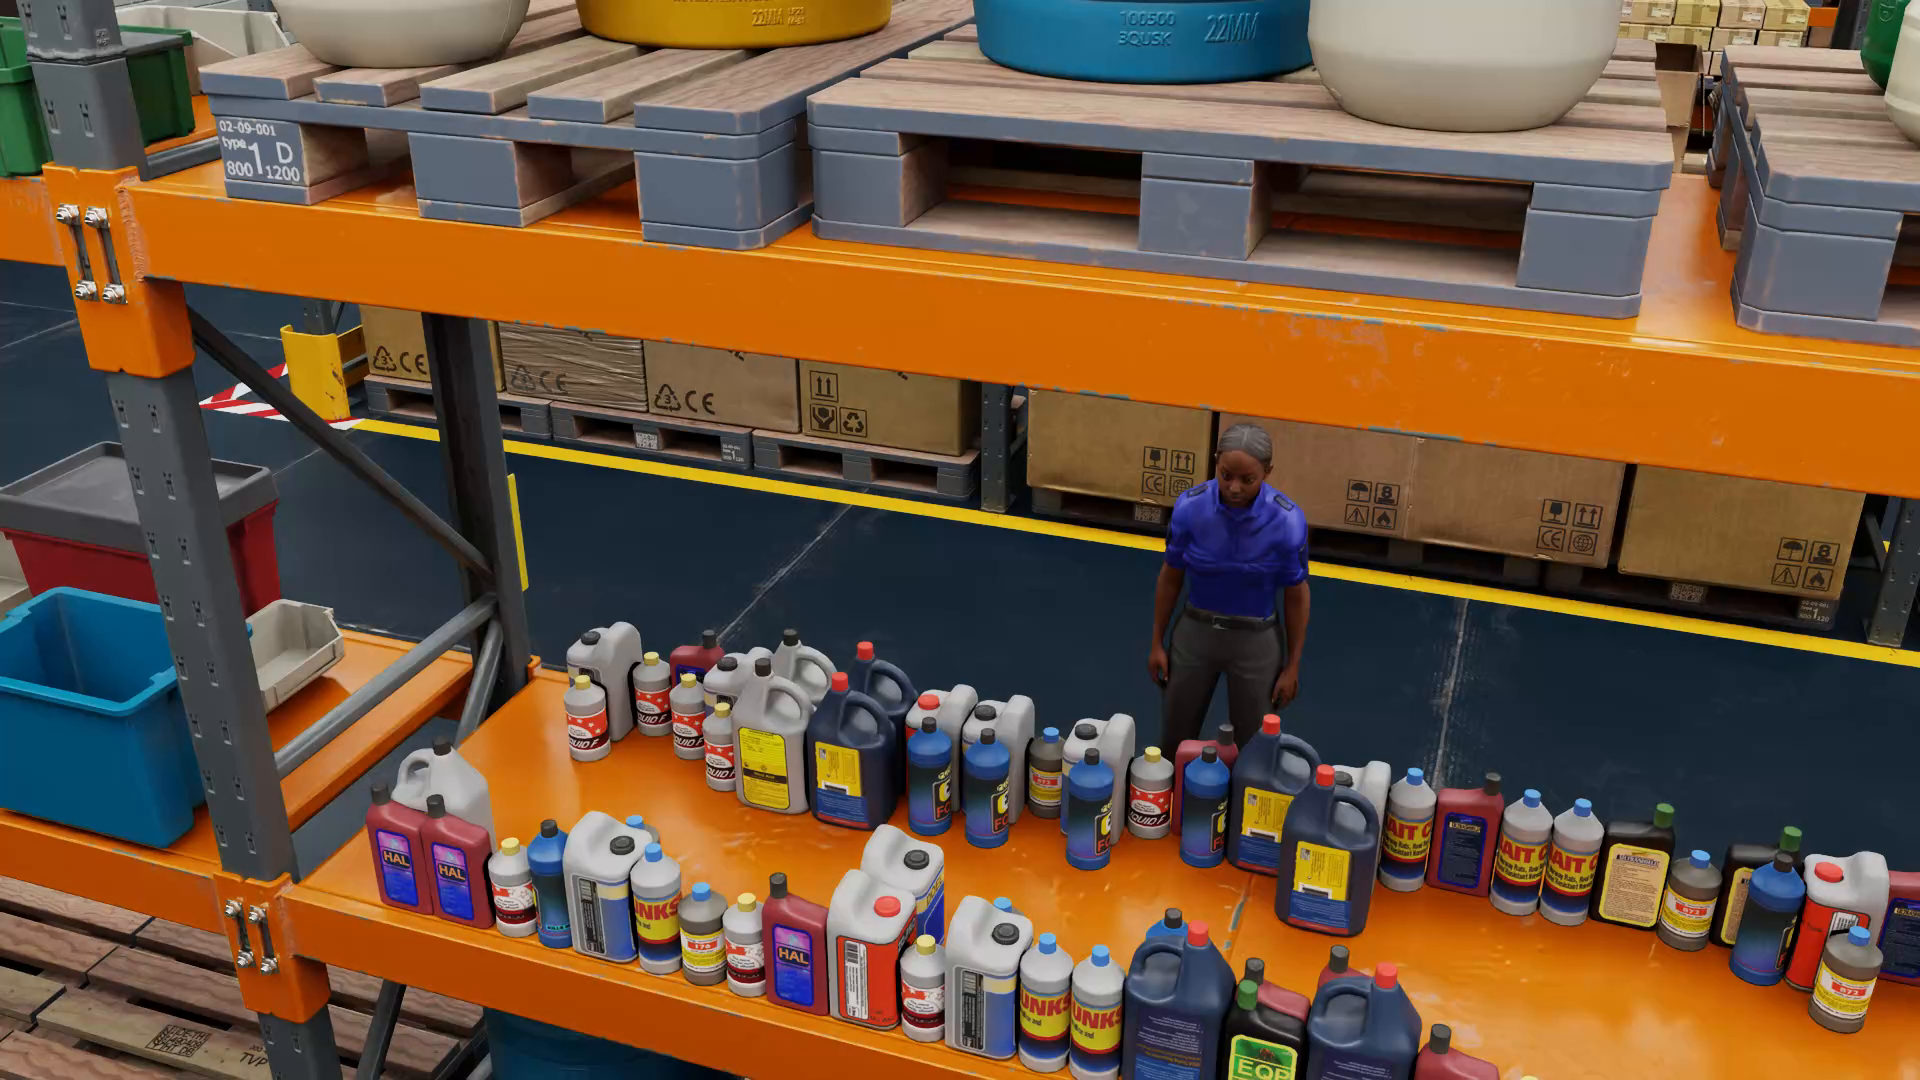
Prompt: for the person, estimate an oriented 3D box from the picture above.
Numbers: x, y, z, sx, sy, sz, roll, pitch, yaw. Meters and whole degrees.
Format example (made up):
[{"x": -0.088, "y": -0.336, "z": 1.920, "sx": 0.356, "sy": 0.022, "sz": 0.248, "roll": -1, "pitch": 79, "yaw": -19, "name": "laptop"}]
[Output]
[{"x": 0.850, "y": 0.376, "z": 5.359, "sx": 0.506, "sy": 1.641, "sz": 0.346, "roll": 9, "pitch": 27, "yaw": 18, "name": "person"}]
